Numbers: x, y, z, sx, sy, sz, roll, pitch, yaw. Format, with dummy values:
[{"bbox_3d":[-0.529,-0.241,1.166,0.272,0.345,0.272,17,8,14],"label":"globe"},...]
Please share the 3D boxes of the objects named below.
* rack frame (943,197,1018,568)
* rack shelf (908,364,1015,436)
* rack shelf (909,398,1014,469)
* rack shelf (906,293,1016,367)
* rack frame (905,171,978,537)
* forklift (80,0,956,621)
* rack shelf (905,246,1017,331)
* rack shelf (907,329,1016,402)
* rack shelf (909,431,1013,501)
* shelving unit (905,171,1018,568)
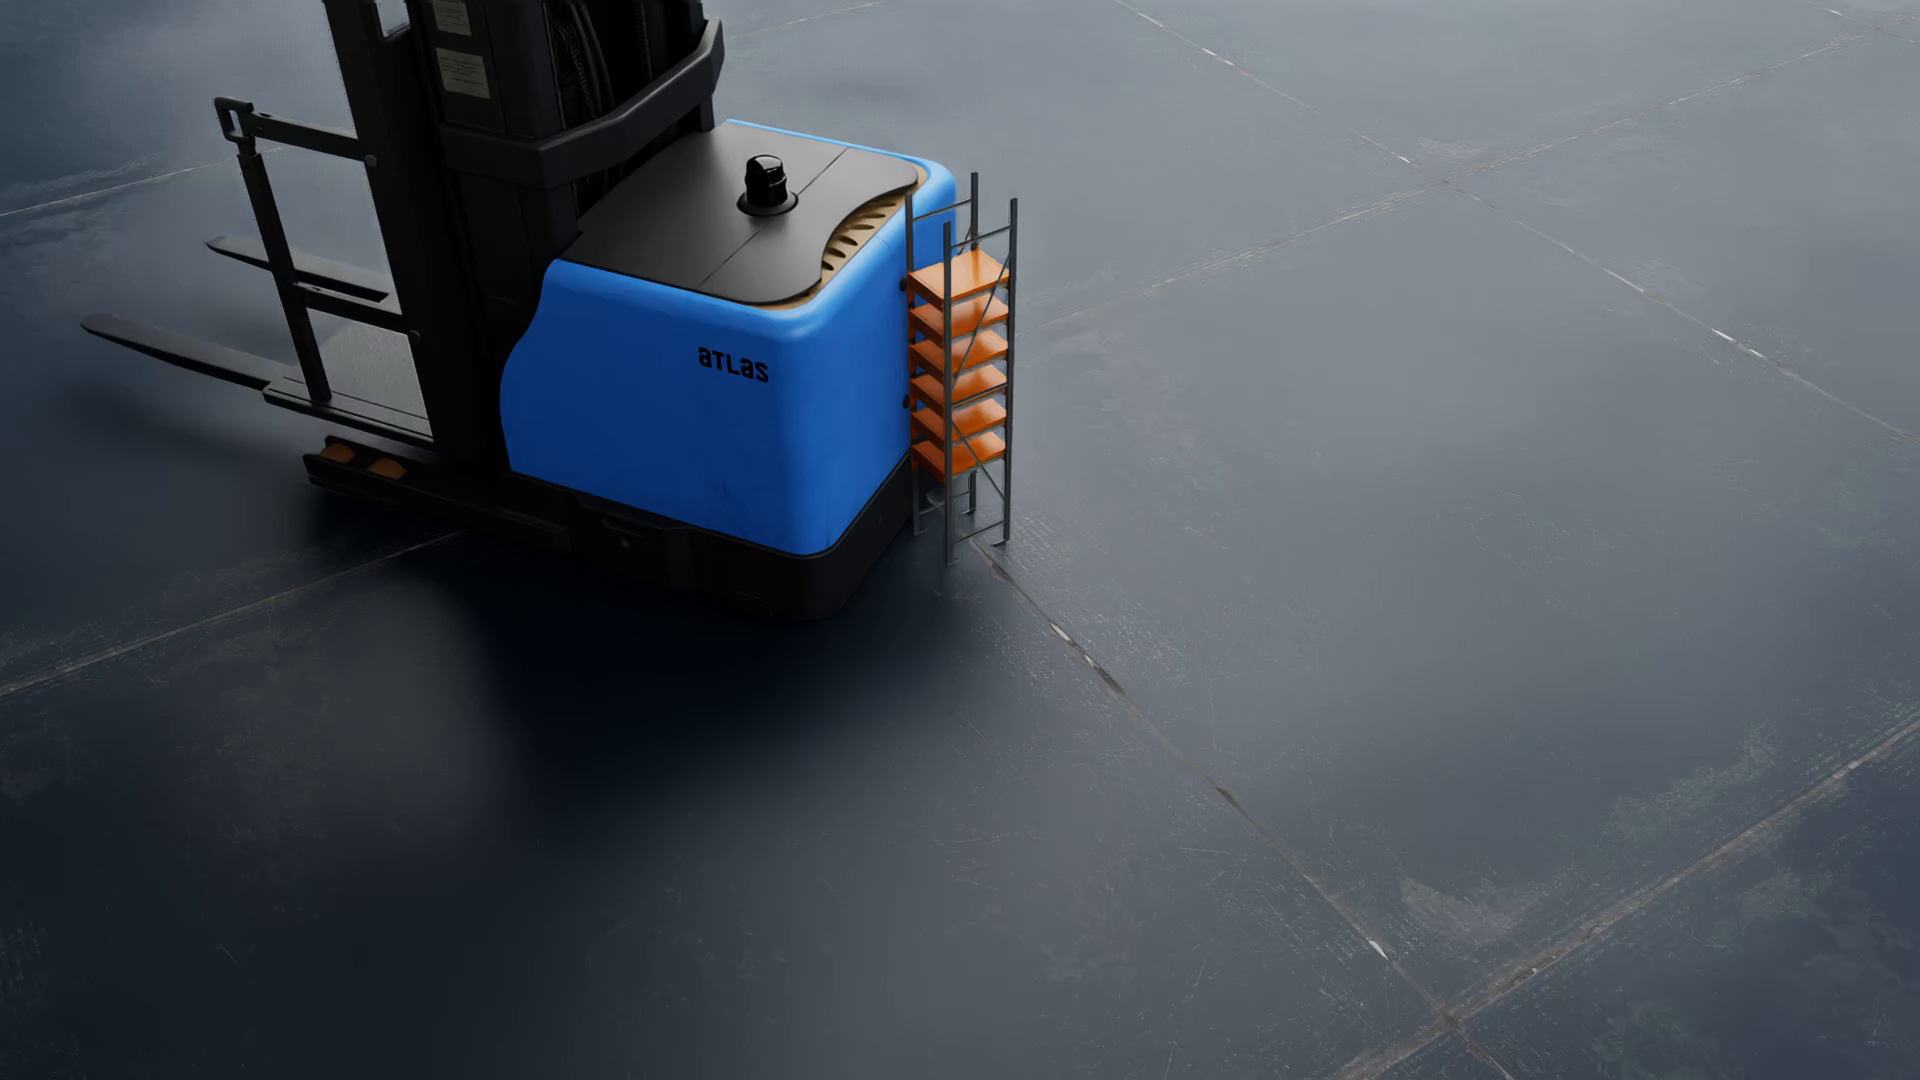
[{"bbox_3d":[0.056,-0.419,4.815,0.240,1.200,0.006,-24,46,-26],"label":"rack frame"},{"bbox_3d":[0.004,-0.433,4.901,0.258,0.103,0.180,-24,46,-26],"label":"rack shelf"},{"bbox_3d":[0.004,-0.341,4.978,0.258,0.103,0.180,-24,46,-26],"label":"rack shelf"},{"bbox_3d":[0.004,-0.617,4.747,0.258,0.103,0.180,-24,46,-26],"label":"rack shelf"},{"bbox_3d":[-0.049,-0.515,4.930,0.240,1.200,0.006,-24,46,-26],"label":"rack frame"},{"bbox_3d":[-1.560,-1.513,4.776,3.031,2.935,1.130,16,42,18],"label":"forklift"},{"bbox_3d":[0.004,-0.709,4.670,0.258,0.103,0.180,-24,46,-26],"label":"rack shelf"},{"bbox_3d":[0.004,-0.525,4.824,0.258,0.103,0.180,-24,46,-26],"label":"rack shelf"},{"bbox_3d":[0.004,-0.249,5.055,0.258,0.103,0.180,-24,46,-26],"label":"rack shelf"},{"bbox_3d":[0.004,-0.467,4.872,0.258,1.200,0.189,-24,46,-26],"label":"shelving unit"}]
